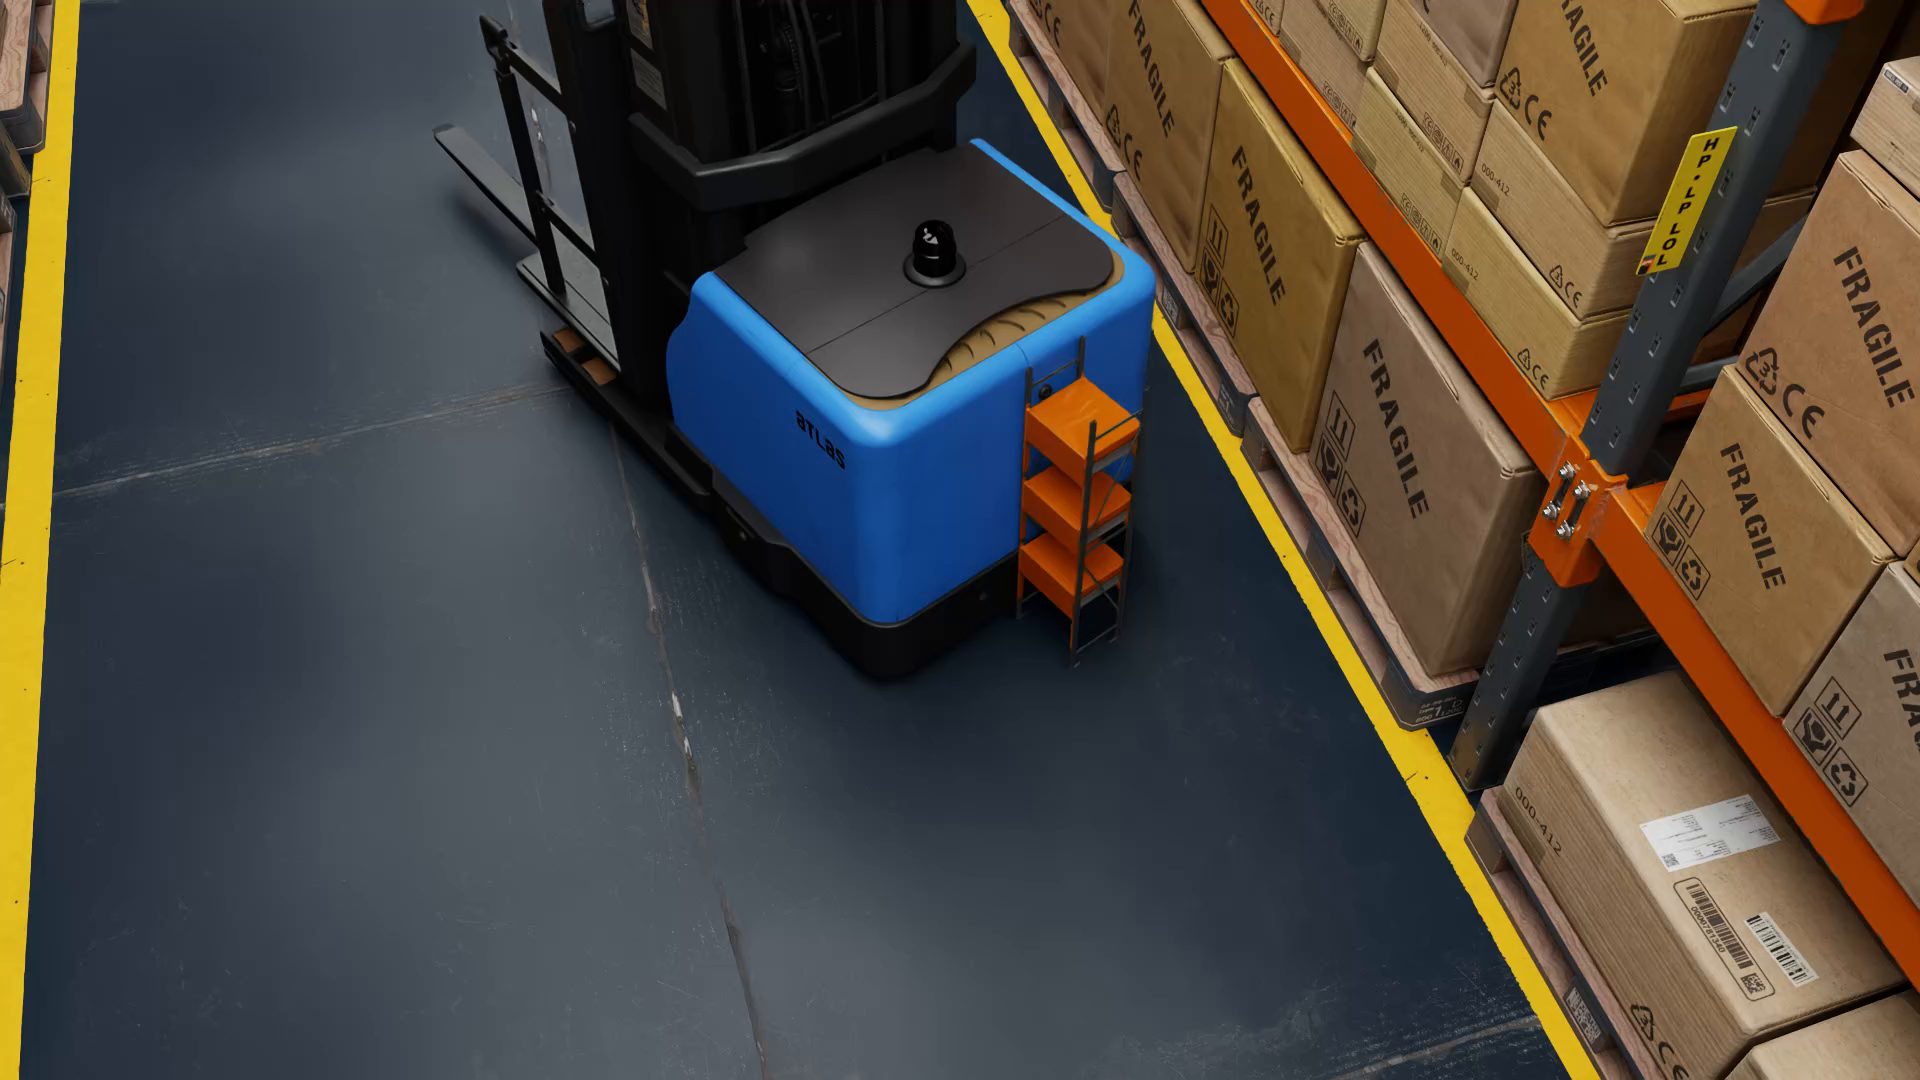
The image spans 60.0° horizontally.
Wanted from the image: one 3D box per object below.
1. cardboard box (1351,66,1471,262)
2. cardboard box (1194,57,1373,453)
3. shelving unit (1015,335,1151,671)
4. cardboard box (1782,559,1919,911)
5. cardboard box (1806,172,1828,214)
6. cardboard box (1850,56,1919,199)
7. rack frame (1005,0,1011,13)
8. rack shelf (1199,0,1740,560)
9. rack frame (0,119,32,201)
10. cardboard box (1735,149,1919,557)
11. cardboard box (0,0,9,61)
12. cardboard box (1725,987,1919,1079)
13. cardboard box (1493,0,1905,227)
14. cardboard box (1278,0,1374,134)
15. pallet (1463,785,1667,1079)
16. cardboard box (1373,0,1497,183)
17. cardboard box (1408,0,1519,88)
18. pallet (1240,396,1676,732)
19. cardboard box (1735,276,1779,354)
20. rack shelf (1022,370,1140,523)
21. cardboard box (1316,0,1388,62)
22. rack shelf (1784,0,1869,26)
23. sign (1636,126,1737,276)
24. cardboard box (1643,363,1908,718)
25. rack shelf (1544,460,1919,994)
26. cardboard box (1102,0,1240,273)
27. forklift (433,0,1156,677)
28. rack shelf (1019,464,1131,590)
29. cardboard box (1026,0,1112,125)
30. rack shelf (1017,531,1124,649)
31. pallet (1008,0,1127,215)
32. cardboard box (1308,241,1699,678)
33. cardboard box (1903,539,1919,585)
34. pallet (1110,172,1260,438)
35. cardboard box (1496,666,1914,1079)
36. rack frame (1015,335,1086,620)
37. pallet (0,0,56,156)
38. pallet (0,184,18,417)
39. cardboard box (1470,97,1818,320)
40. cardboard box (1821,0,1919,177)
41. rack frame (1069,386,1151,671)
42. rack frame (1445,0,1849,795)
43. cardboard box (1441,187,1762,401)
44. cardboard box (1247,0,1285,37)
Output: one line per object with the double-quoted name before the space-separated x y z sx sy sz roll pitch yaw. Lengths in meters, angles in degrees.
"cardboard box" 1.352 -1.007 4.235 0.500 0.250 0.500 -14 51 -11
"cardboard box" 1.341 -0.955 5.208 0.875 0.875 0.875 -12 51 -10
"shelving unit" 0.325 -0.072 4.624 0.215 1.050 0.252 -32 57 -24
"cardboard box" 1.909 0.326 2.948 0.500 0.500 0.500 -13 51 -11
"cardboard box" 2.015 -0.910 3.826 0.500 0.250 0.500 -15 51 -12
"cardboard box" 1.721 -0.686 2.723 0.380 0.149 0.250 -14 51 -12
"rack frame" 0.692 -3.333 6.098 1.000 3.000 0.127 -13 51 -11
"rack shelf" 1.284 -1.641 5.142 1.077 0.370 4.000 -13 51 -11
"rack frame" -4.048 -2.208 5.150 1.000 3.000 0.127 -13 51 -11
"cardboard box" 1.785 -0.364 2.876 0.500 0.500 0.500 -13 51 -11
"cardboard box" -4.220 -2.037 6.284 0.875 0.625 0.625 -12 51 -10
"cardboard box" 2.224 1.415 3.496 0.875 0.438 0.875 -15 51 -12
"cardboard box" 1.503 -1.036 3.442 0.500 0.500 0.500 -12 51 -10
"cardboard box" 1.221 -1.379 4.549 0.500 0.250 0.500 -15 51 -12
"pallet" 2.025 1.060 4.218 1.003 0.211 1.213 -13 51 -11
"cardboard box" 1.358 -1.155 4.033 0.500 0.250 0.500 -12 51 -10
"cardboard box" 1.343 -1.412 3.759 0.500 0.500 0.500 -12 51 -10
"pallet" 1.575 -0.060 5.162 1.003 0.211 1.213 -13 51 -11
"cardboard box" 1.997 -0.745 4.014 0.500 0.250 0.500 -14 51 -12
"rack shelf" 0.325 -0.248 4.415 0.215 0.259 0.240 -32 57 -24
"cardboard box" 1.199 -1.532 4.351 0.500 0.250 0.500 -12 51 -10
"rack shelf" 2.467 0.314 1.532 1.077 0.370 4.000 -13 51 -11
"sign" 1.360 -0.630 3.114 0.100 0.325 0.005 -13 51 -11
"cardboard box" 1.764 -0.042 3.258 0.500 0.500 0.500 -12 51 -10
"rack shelf" 2.467 1.281 2.679 1.077 0.370 4.000 -13 51 -11
"cardboard box" 1.077 -1.608 5.759 0.875 0.875 0.875 -13 51 -11
"forklift" -0.773 -1.617 4.696 1.130 2.935 3.031 -32 57 -24
"rack shelf" 0.325 -0.065 4.632 0.215 0.259 0.240 -32 57 -24
"cardboard box" 0.817 -2.261 6.309 0.875 0.875 0.875 -14 51 -11
"rack shelf" 0.325 0.114 4.845 0.215 0.259 0.240 -32 57 -24
"pallet" 0.853 -1.842 6.665 1.003 0.211 1.213 -13 51 -11
"cardboard box" 1.615 -0.297 4.654 0.875 0.875 0.875 -12 51 -10
"cardboard box" 1.928 0.006 2.563 0.500 0.500 0.500 -14 51 -11
"pallet" 1.211 -0.952 5.915 1.003 0.211 1.213 -13 51 -11
"cardboard box" 1.958 0.761 4.047 0.875 0.438 0.875 -14 51 -12
"rack frame" 0.248 -0.145 4.685 0.200 1.050 0.008 -32 57 -24
"pallet" -4.254 -1.920 6.730 1.003 0.211 1.213 -13 51 -11
"pallet" -3.864 -0.756 5.749 1.003 0.211 1.213 -13 51 -11
"cardboard box" 1.513 -0.792 3.727 0.500 0.250 0.500 -13 51 -11
"cardboard box" 2.020 -1.153 3.541 0.500 0.500 0.500 -13 51 -11
"rack frame" 0.402 0.000 4.563 0.200 1.050 0.008 -32 57 -24
"rack frame" 1.875 -0.412 3.635 1.000 3.000 0.127 -13 51 -11
"cardboard box" 1.502 -0.634 3.921 0.500 0.250 0.500 -14 51 -12
"cardboard box" 1.064 -1.756 4.866 0.500 0.250 0.500 -13 51 -11
